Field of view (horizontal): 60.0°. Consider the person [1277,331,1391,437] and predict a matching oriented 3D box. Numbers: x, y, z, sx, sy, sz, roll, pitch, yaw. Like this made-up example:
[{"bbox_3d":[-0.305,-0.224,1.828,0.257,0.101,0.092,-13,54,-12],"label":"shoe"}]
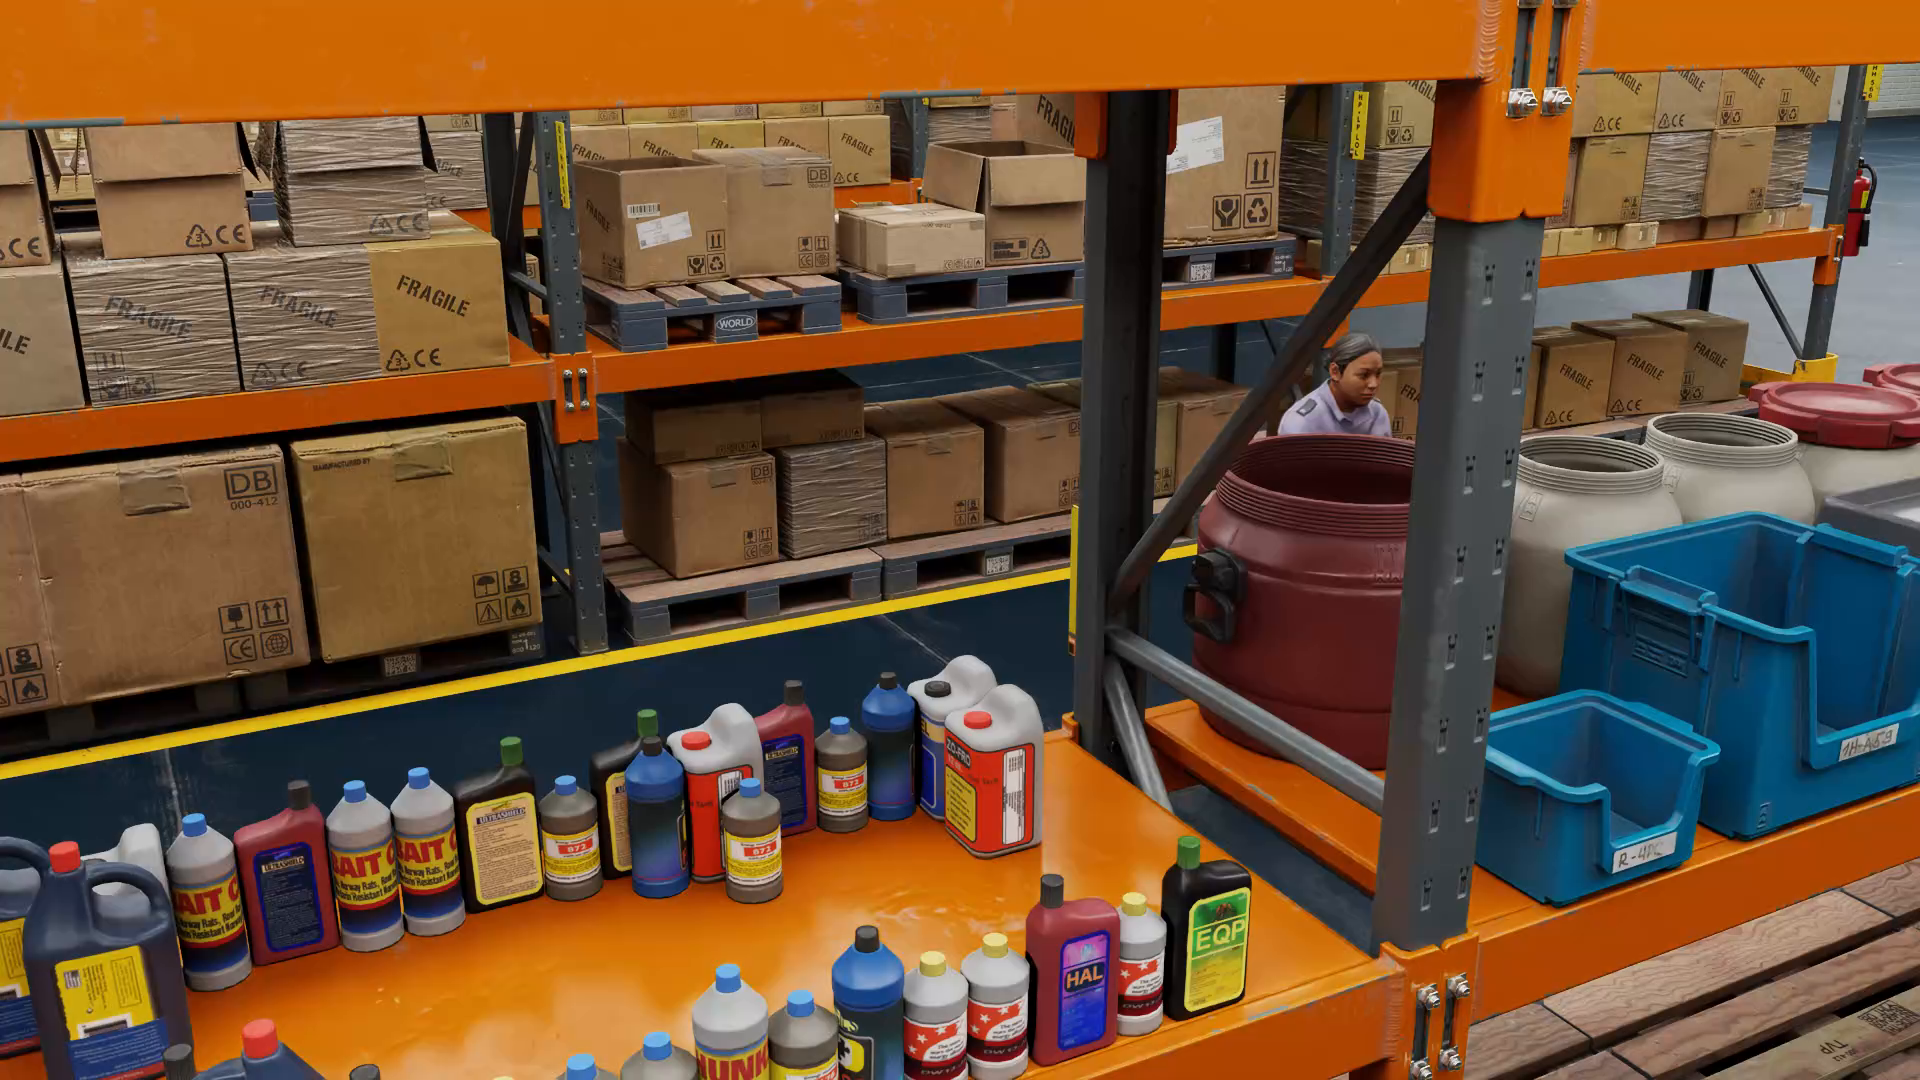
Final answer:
[{"bbox_3d":[1.293,0.074,5.853,0.539,1.652,0.412,-10,21,-26],"label":"person"}]
